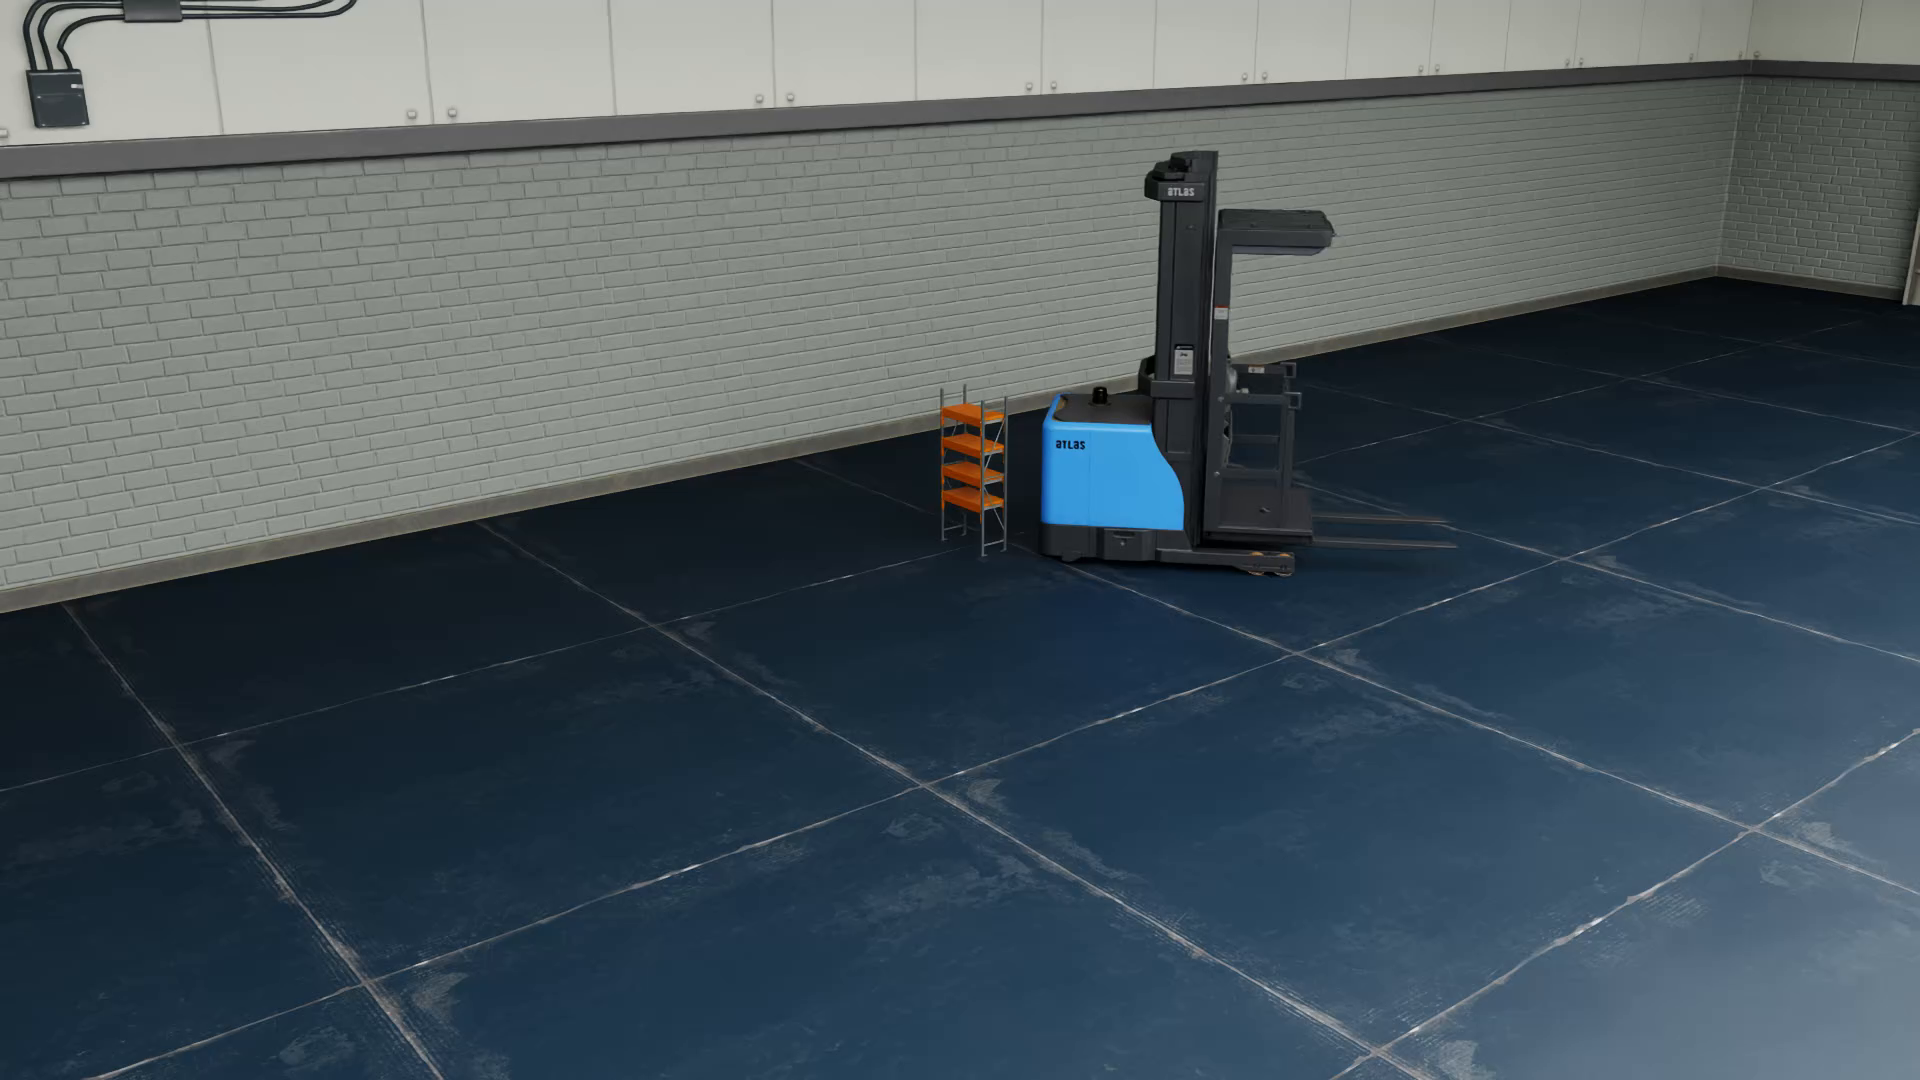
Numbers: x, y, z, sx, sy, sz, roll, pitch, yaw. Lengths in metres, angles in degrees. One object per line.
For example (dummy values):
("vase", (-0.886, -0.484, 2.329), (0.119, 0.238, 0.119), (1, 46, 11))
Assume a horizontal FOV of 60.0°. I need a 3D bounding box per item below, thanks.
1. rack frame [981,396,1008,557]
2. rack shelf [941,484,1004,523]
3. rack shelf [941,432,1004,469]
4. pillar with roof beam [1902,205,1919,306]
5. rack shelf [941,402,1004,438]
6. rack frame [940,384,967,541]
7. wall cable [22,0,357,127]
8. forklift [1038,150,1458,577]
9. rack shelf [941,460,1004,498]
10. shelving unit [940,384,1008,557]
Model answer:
("rack frame", (0.254, -0.469, 12.369), (0.240, 1.200, 0.015), (-14, 23, -36))
("rack shelf", (0.103, -0.276, 12.634), (0.258, 0.148, 0.480), (-14, 23, -36))
("rack shelf", (0.103, -0.677, 12.502), (0.258, 0.148, 0.480), (-14, 23, -36))
("pillar with roof beam", (9.604, -6.600, 18.479), (9.100, 9.000, 0.400), (-14, 23, -36))
("rack shelf", (0.103, -0.902, 12.427), (0.258, 0.148, 0.480), (-14, 23, -36))
("rack frame", (-0.049, -0.589, 12.732), (0.240, 1.200, 0.015), (-14, 23, -36))
("wall cable", (-5.055, -5.740, 10.471), (2.305, 6.003, 0.169), (-14, 23, -36))
("forklift", (2.146, -1.305, 12.139), (3.031, 2.935, 1.130), (3, 19, 8))
("rack shelf", (0.103, -0.465, 12.572), (0.258, 0.148, 0.480), (-14, 23, -36))
("shelving unit", (0.103, -0.529, 12.551), (0.258, 1.200, 0.503), (-14, 23, -36))
